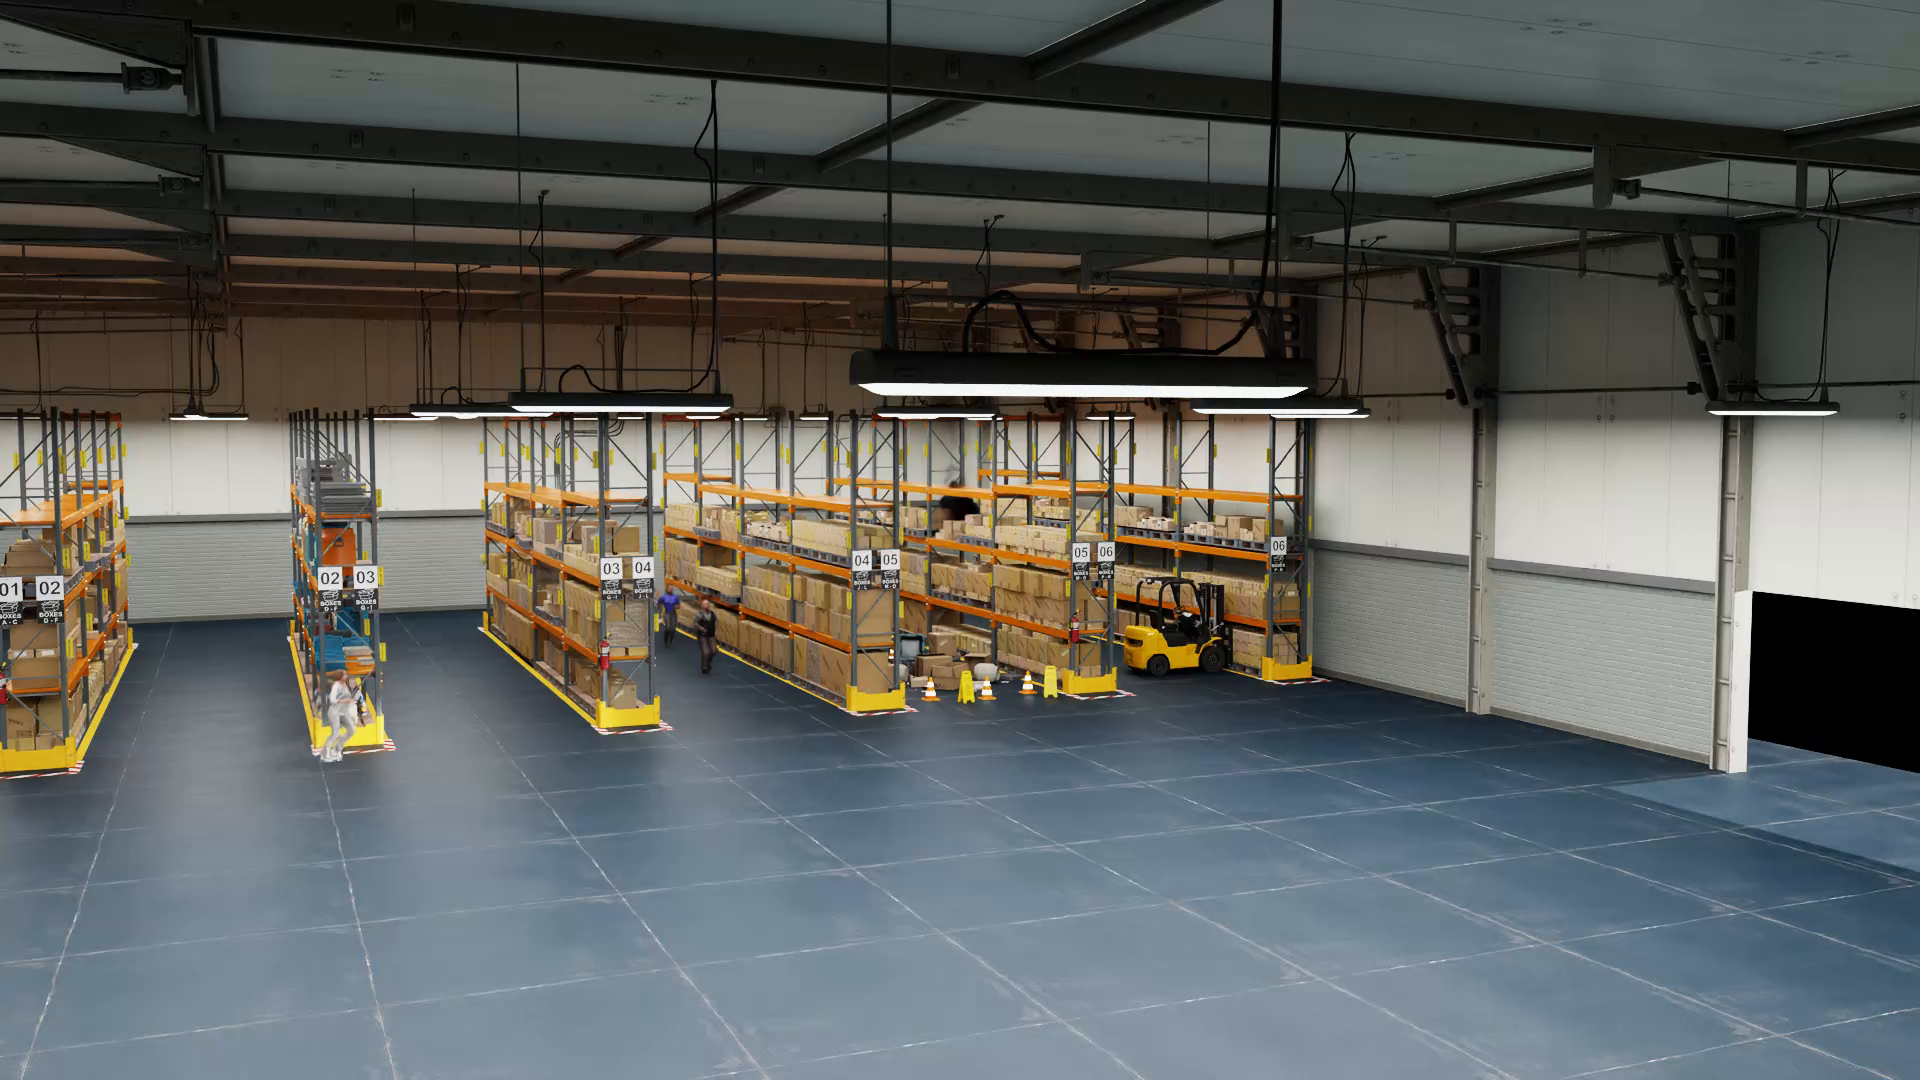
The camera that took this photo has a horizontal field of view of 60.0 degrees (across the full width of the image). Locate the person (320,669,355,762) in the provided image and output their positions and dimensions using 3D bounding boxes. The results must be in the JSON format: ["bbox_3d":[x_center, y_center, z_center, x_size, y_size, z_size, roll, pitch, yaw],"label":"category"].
[{"bbox_3d":[-10.472,2.966,28.145,0.636,1.581,0.540,1,4,12],"label":"person"}]

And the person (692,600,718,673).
[{"bbox_3d":[-5.766,2.218,38.026,0.668,1.683,0.569,-2,5,-30],"label":"person"}]

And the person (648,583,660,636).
[{"bbox_3d":[-8.368,1.742,44.528,0.678,1.751,0.669,-1,4,-18],"label":"person"}]

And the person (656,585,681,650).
[{"bbox_3d":[-7.339,1.953,42.096,0.553,1.642,0.652,-2,4,-26],"label":"person"}]
